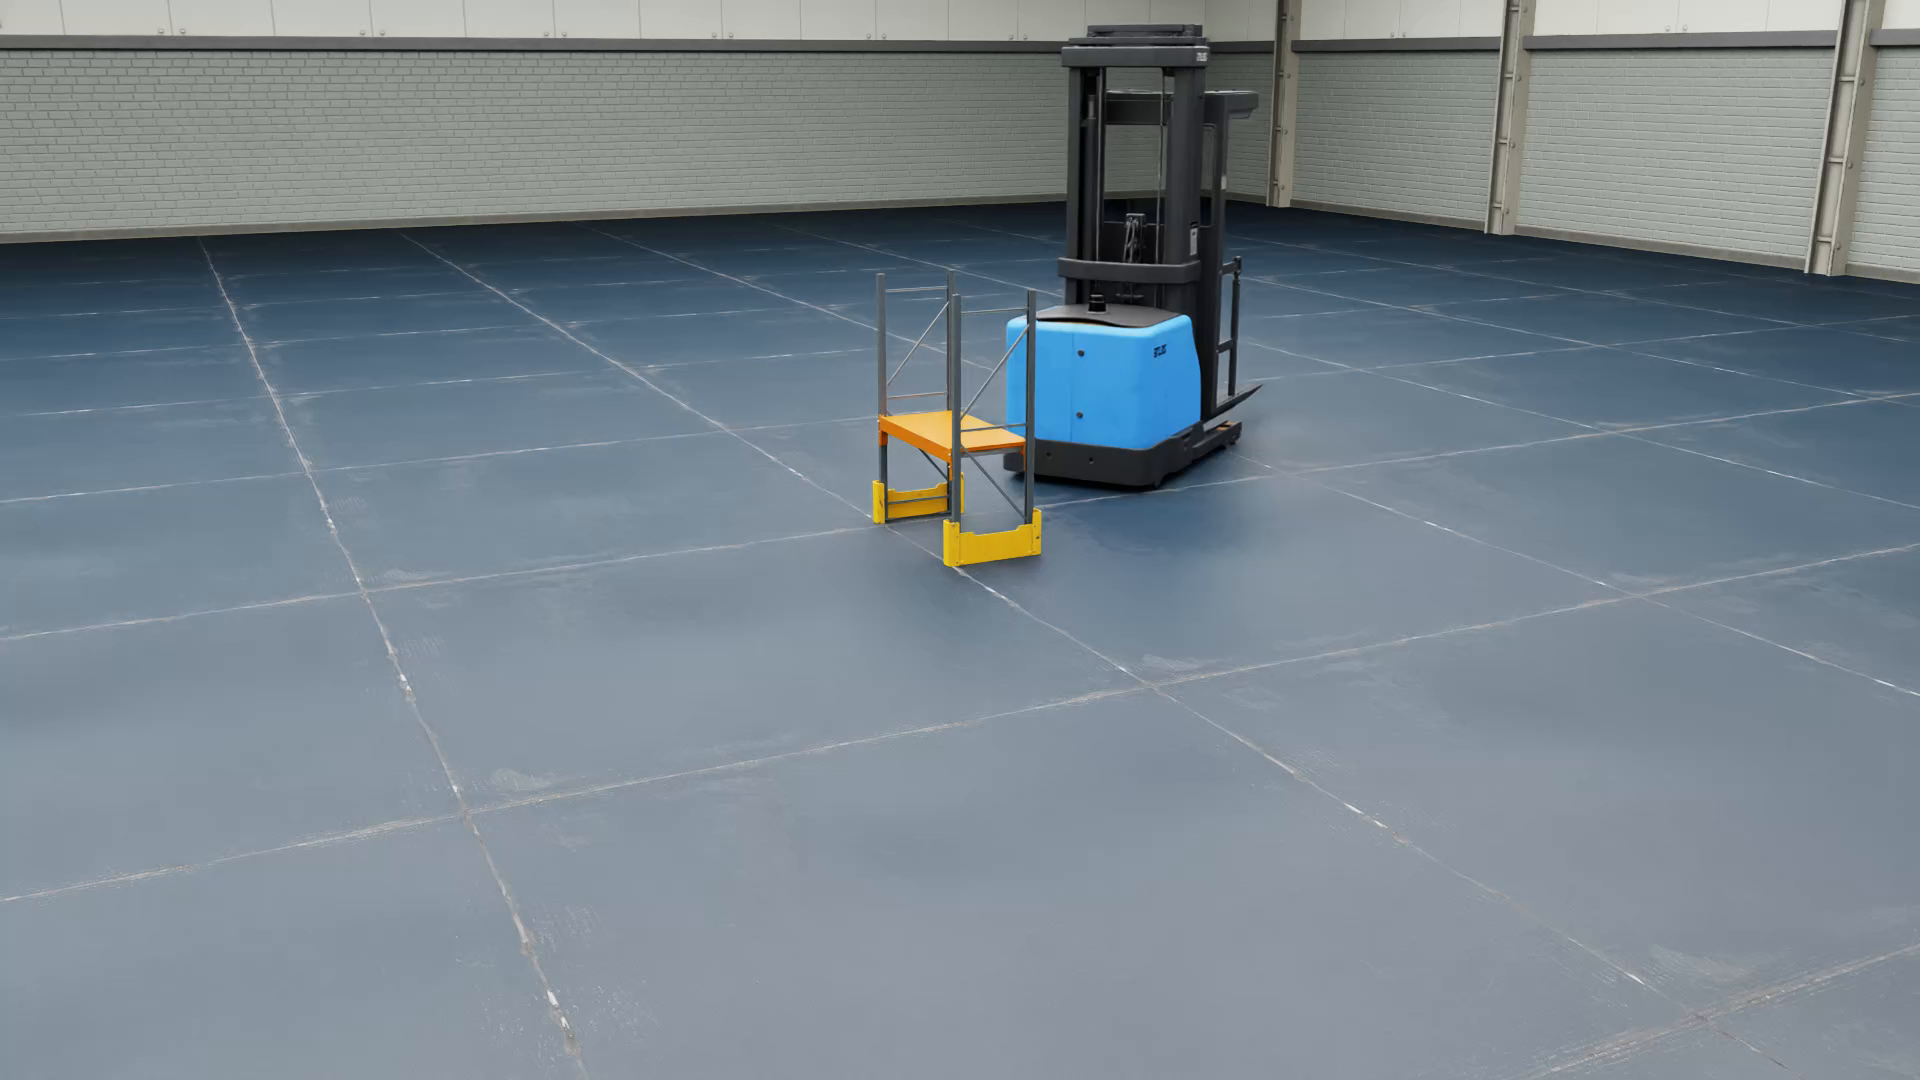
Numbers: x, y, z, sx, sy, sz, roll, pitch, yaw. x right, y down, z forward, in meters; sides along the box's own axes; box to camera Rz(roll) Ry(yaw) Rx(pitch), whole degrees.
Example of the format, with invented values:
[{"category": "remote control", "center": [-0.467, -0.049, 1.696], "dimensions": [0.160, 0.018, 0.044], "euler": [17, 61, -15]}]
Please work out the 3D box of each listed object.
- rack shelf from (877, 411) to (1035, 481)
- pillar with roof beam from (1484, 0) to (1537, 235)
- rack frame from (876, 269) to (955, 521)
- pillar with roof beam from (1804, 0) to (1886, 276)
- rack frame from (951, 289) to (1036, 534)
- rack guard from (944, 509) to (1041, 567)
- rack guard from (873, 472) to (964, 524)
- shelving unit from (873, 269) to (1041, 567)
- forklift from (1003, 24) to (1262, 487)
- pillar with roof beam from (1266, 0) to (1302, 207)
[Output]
[{"category": "rack shelf", "center": [-0.037, -0.569, 9.667], "dimensions": [0.538, 0.185, 1.000], "euler": [-8, 18, -25]}, {"category": "pillar with roof beam", "center": [4.968, -8.822, 24.180], "dimensions": [9.100, 9.000, 0.400], "euler": [-8, 18, -25]}, {"category": "rack frame", "center": [-0.260, -0.868, 10.057], "dimensions": [0.500, 1.500, 0.032], "euler": [-8, 18, -25]}, {"category": "pillar with roof beam", "center": [7.597, -7.335, 18.996], "dimensions": [9.100, 9.000, 0.400], "euler": [-8, 18, -25]}, {"category": "rack frame", "center": [0.185, -0.616, 9.178], "dimensions": [0.500, 1.500, 0.032], "euler": [-8, 18, -25]}, {"category": "rack guard", "center": [0.185, -0.016, 9.352], "dimensions": [0.587, 0.250, 0.087], "euler": [-8, 18, -25]}, {"category": "rack guard", "center": [-0.252, -0.263, 10.212], "dimensions": [0.587, 0.250, 0.087], "euler": [-8, 18, -25]}, {"category": "shelving unit", "center": [-0.033, -0.740, 9.610], "dimensions": [0.587, 1.500, 1.083], "euler": [-8, 18, -25]}, {"category": "forklift", "center": [1.417, -2.114, 11.803], "dimensions": [1.130, 2.935, 3.031], "euler": [8, 18, 26]}, {"category": "pillar with roof beam", "center": [2.340, -10.310, 29.364], "dimensions": [9.100, 9.000, 0.400], "euler": [-8, 18, -25]}]
